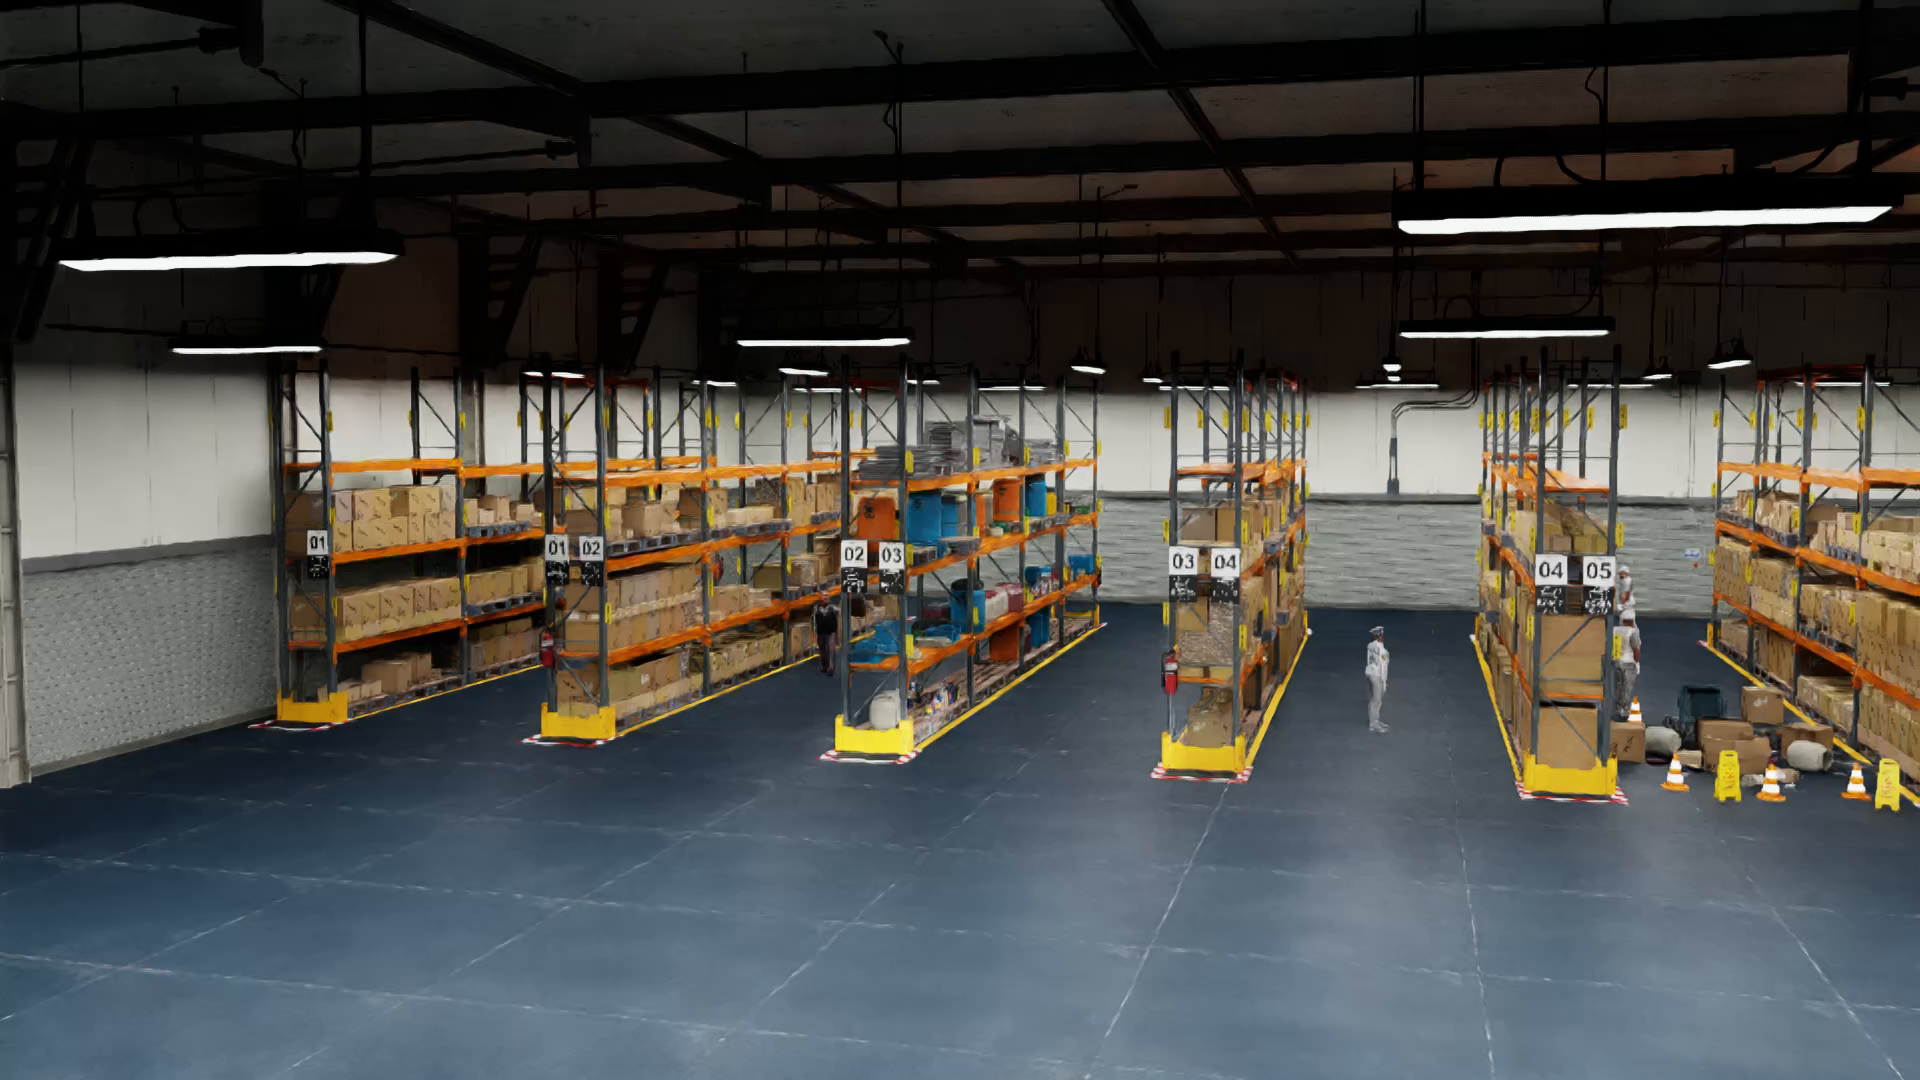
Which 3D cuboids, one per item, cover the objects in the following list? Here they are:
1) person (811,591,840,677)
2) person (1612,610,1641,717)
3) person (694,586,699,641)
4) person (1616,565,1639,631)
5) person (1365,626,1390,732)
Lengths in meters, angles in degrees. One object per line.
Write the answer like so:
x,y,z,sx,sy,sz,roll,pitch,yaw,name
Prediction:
-2.637,1.823,32.562,0.537,1.662,1.028,0,4,6,person
11.317,2.070,28.149,0.457,1.783,0.618,-1,4,-15,person
-6.114,1.534,37.625,0.566,1.541,0.519,1,4,12,person
14.751,1.450,36.889,0.617,1.783,0.629,1,4,13,person
6.751,2.227,26.795,0.416,1.677,0.537,-1,4,-14,person
